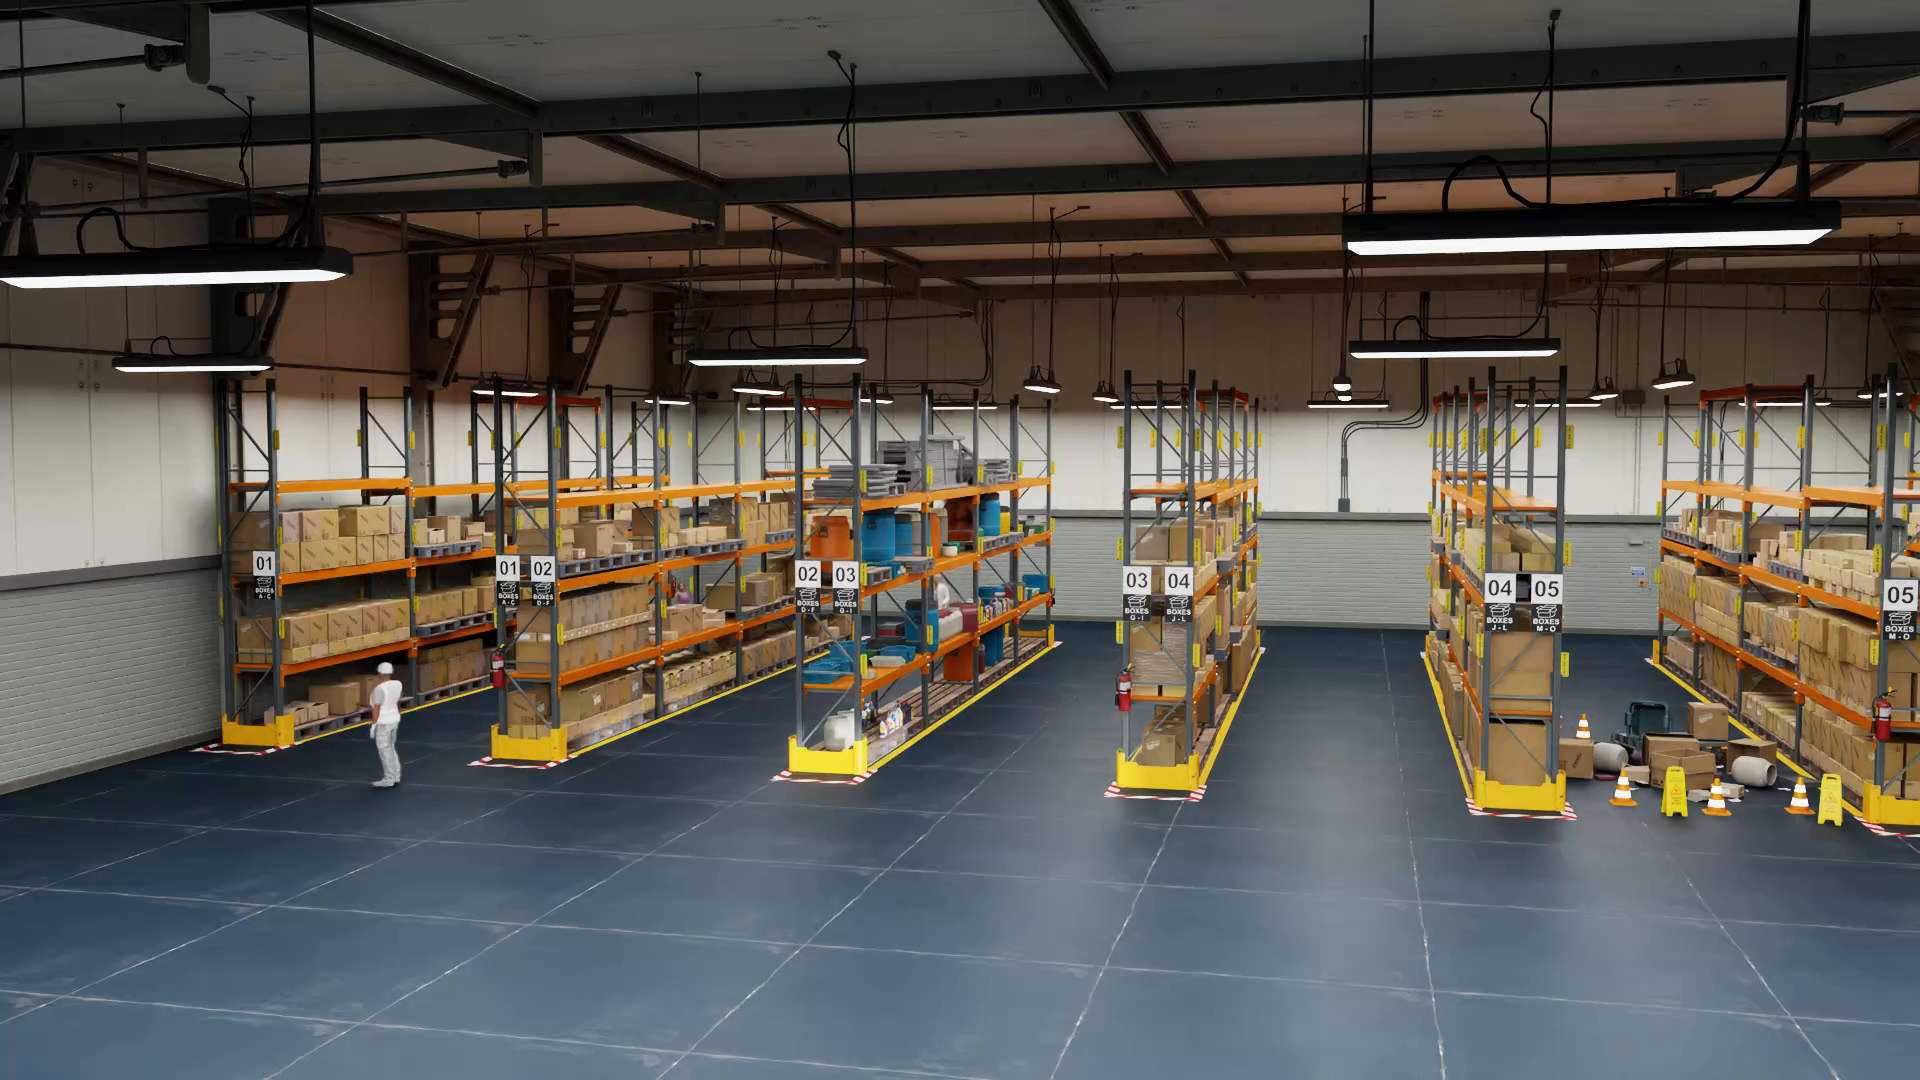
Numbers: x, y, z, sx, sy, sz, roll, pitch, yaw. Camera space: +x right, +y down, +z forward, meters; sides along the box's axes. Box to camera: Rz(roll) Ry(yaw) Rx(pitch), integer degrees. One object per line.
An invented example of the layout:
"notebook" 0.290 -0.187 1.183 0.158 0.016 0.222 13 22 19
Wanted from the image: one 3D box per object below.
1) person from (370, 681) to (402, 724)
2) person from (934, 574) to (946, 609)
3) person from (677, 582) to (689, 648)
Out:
"person" -8.318 2.344 24.025 0.349 0.629 0.580 1 4 12
"person" -0.598 1.731 40.722 0.665 1.815 0.935 1 4 16
"person" -6.688 1.801 40.126 0.456 1.593 0.412 1 4 21
